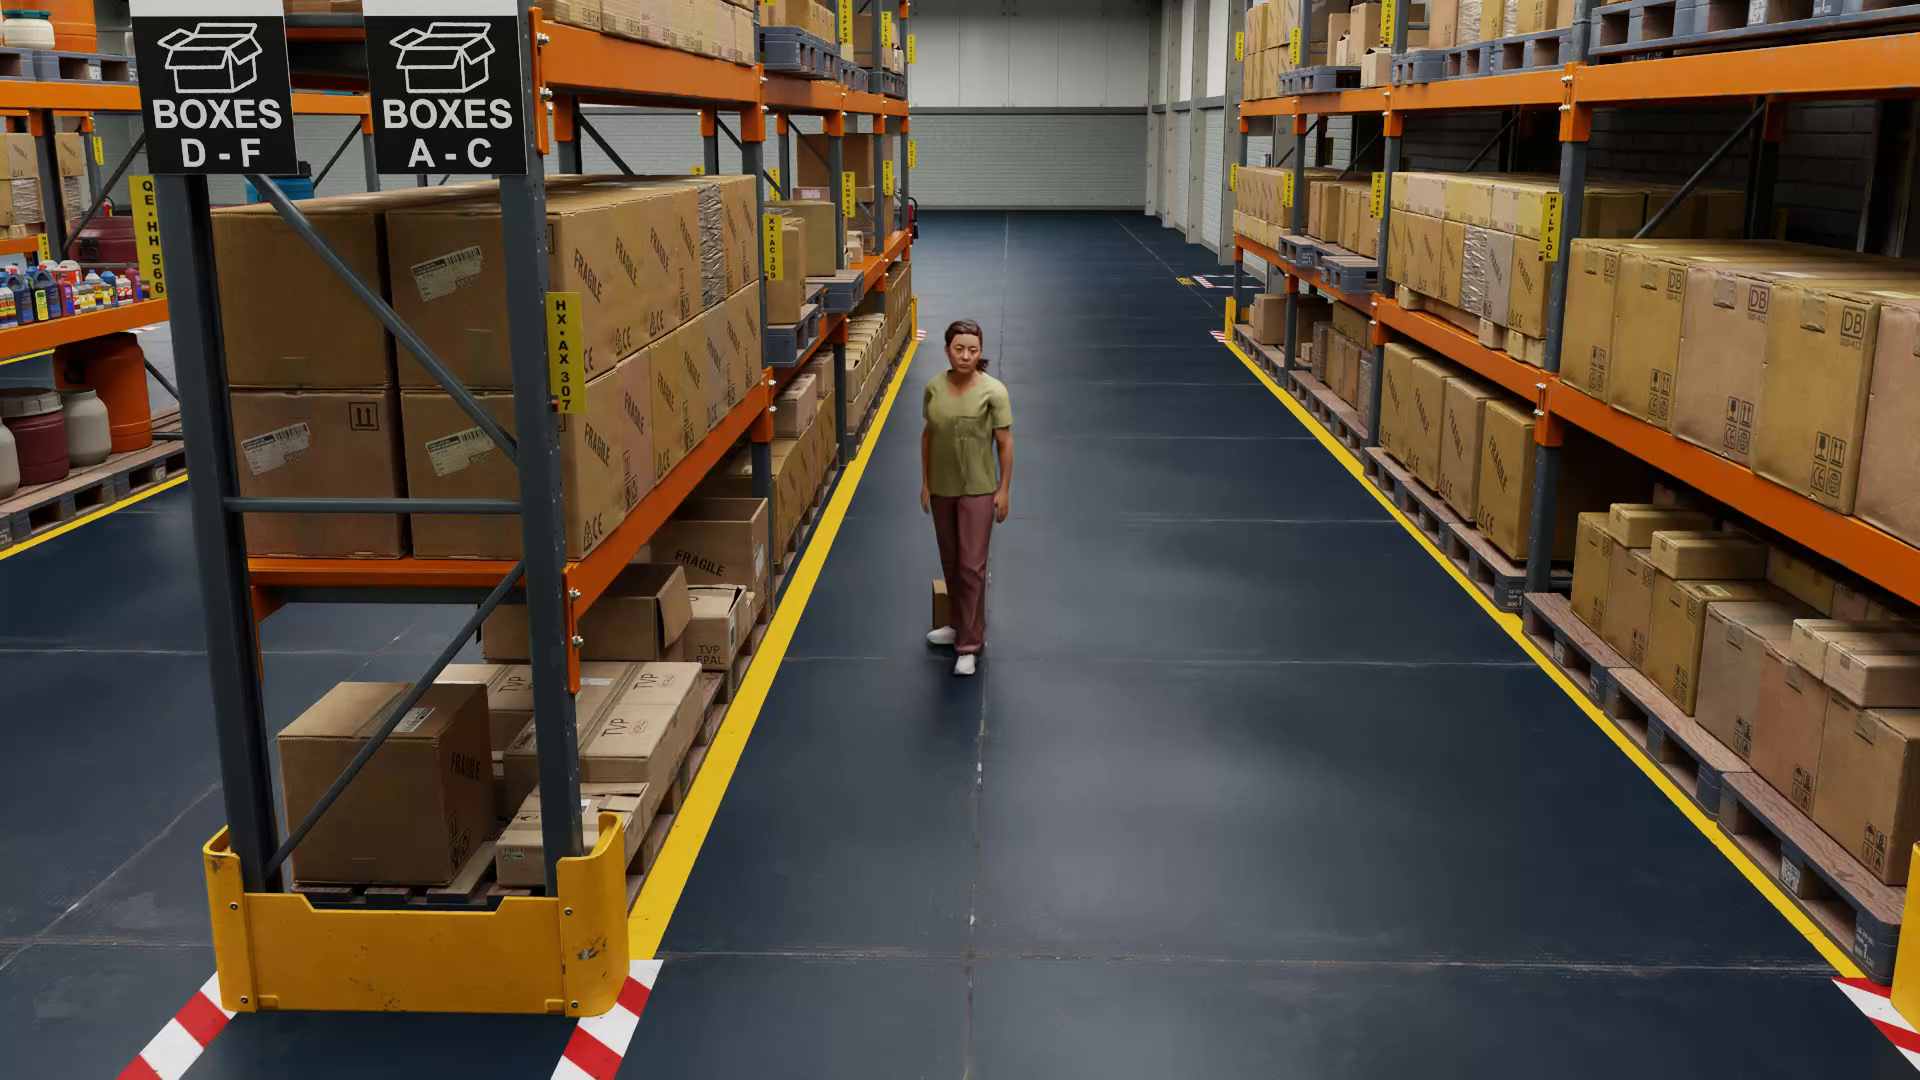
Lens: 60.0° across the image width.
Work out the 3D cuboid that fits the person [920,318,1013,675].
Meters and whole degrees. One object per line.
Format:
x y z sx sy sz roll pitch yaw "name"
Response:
0.017 -0.230 7.936 0.477 1.666 0.568 7 16 28 "person"
